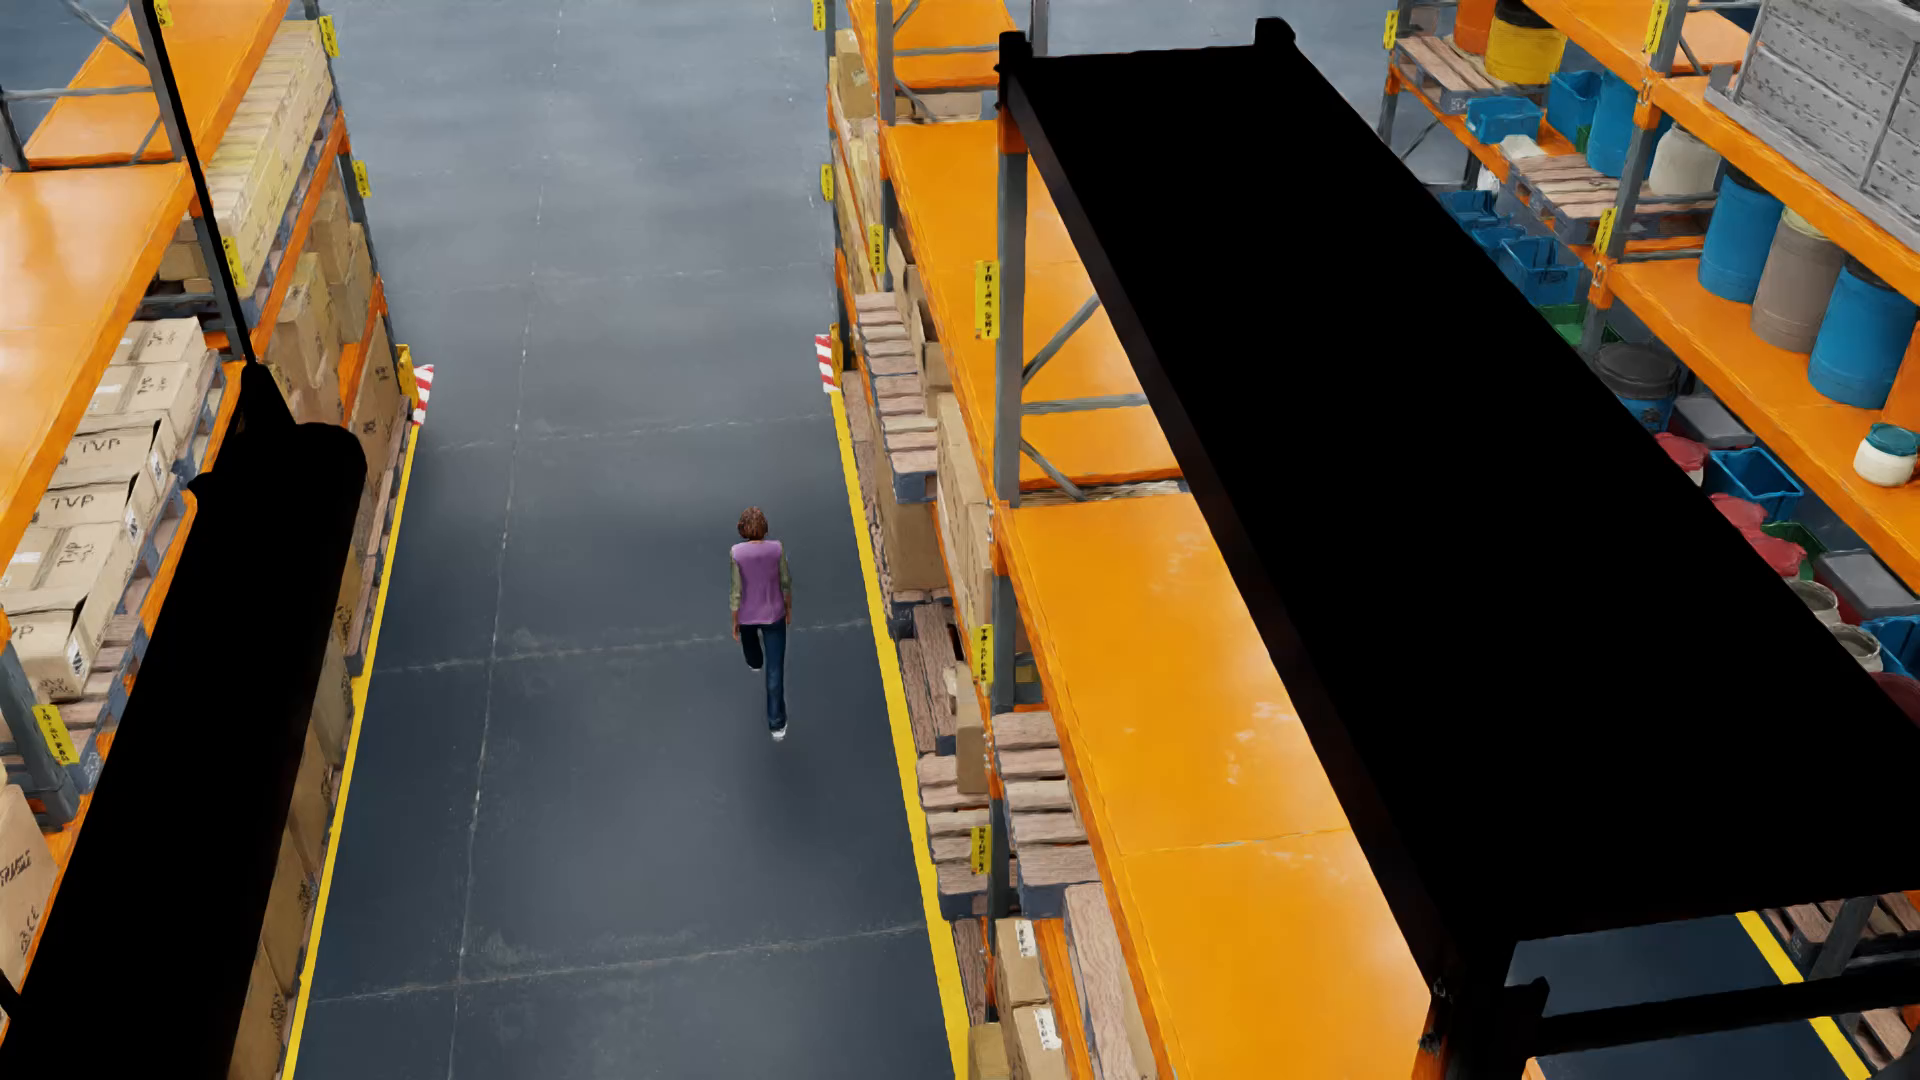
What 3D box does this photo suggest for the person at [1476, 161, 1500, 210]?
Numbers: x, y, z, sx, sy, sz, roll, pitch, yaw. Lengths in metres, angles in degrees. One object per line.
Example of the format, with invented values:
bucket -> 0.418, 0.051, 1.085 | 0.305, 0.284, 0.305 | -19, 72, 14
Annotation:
person -> 5.234, -3.470, 16.749 | 0.553, 1.672, 0.685 | 19, 40, 24

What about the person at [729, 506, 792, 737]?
person -> -1.312, 0.454, 11.058 | 0.417, 1.516, 1.027 | -4, 36, -5
